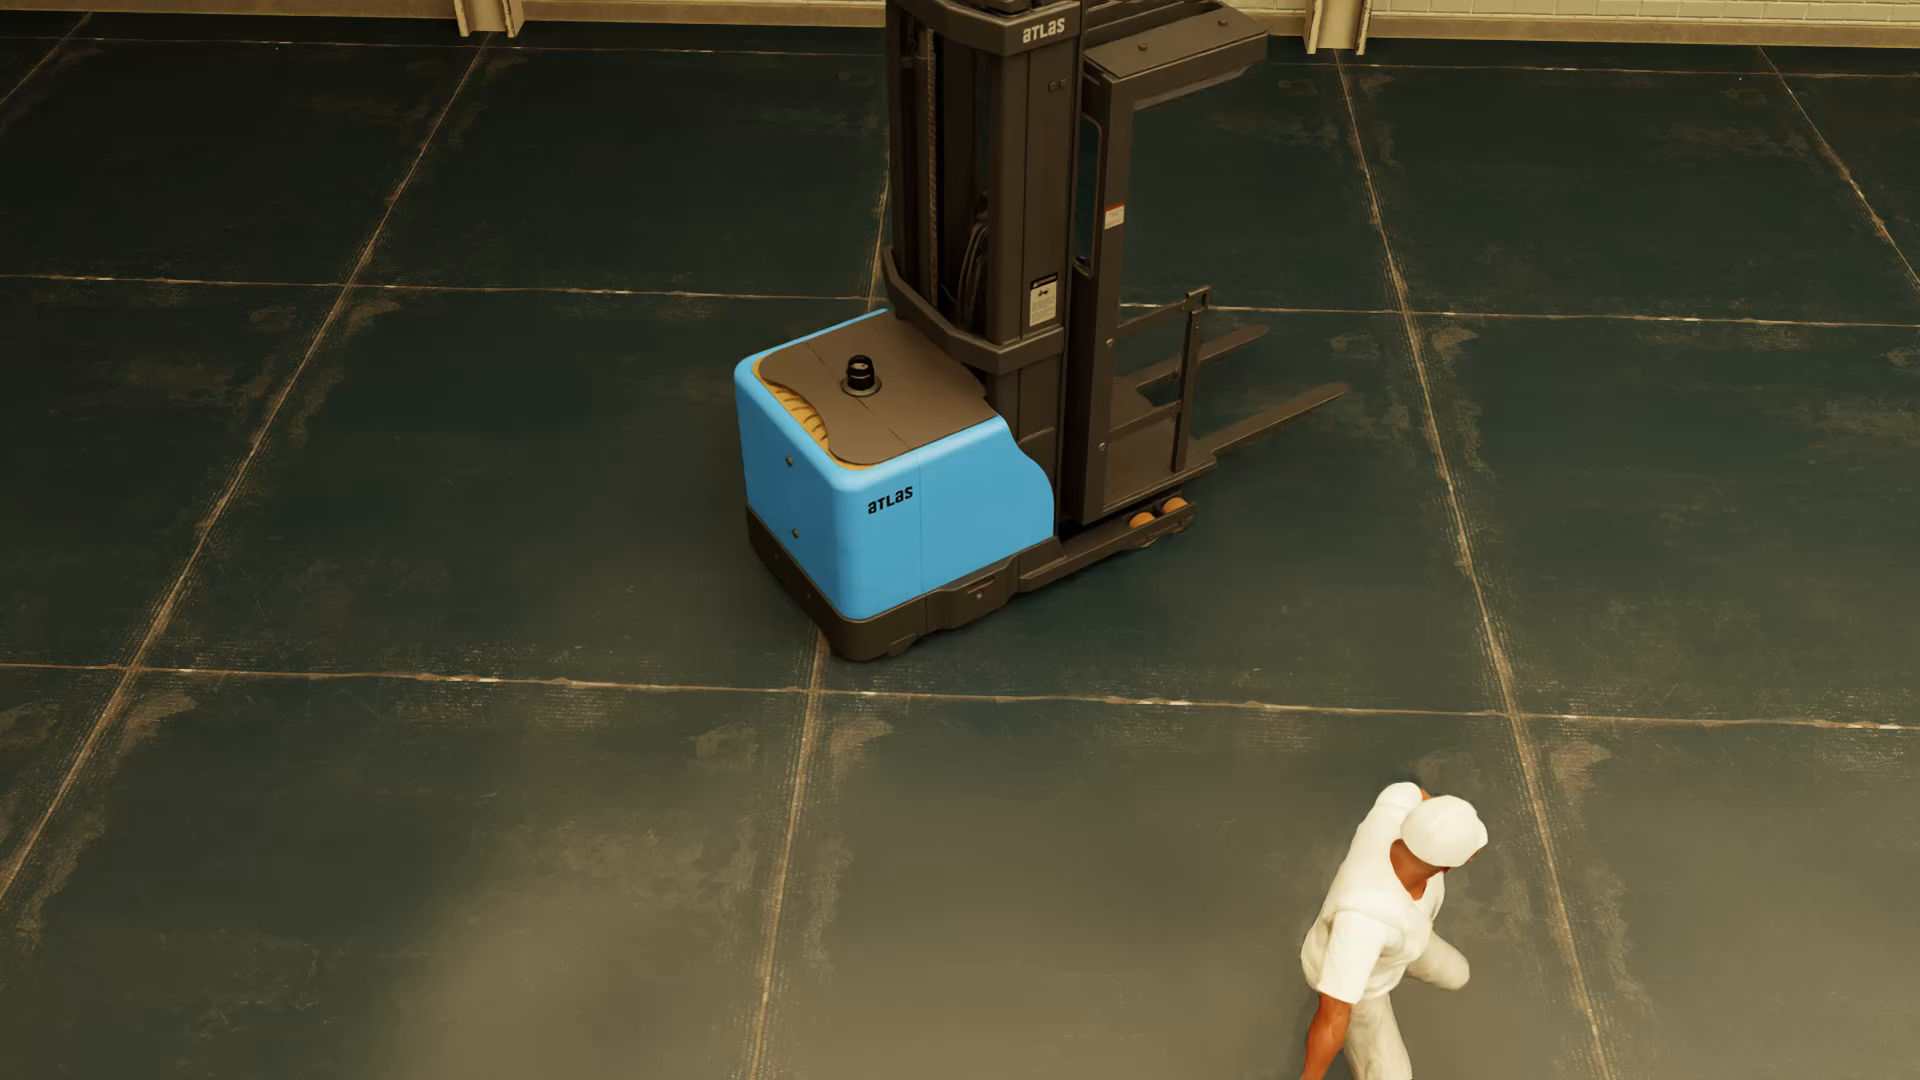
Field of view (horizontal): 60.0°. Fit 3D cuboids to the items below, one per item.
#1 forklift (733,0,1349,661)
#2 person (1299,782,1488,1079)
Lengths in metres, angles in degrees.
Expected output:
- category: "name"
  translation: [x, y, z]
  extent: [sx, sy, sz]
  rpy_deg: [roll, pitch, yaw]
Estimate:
- category: "forklift"
  translation: [0.521, -1.325, 7.194]
  extent: [3.031, 2.935, 1.130]
  rpy_deg: [-24, 47, -24]
- category: "person"
  translation: [1.317, 1.362, 5.262]
  extent: [0.512, 1.639, 1.193]
  rpy_deg: [24, 48, 24]
